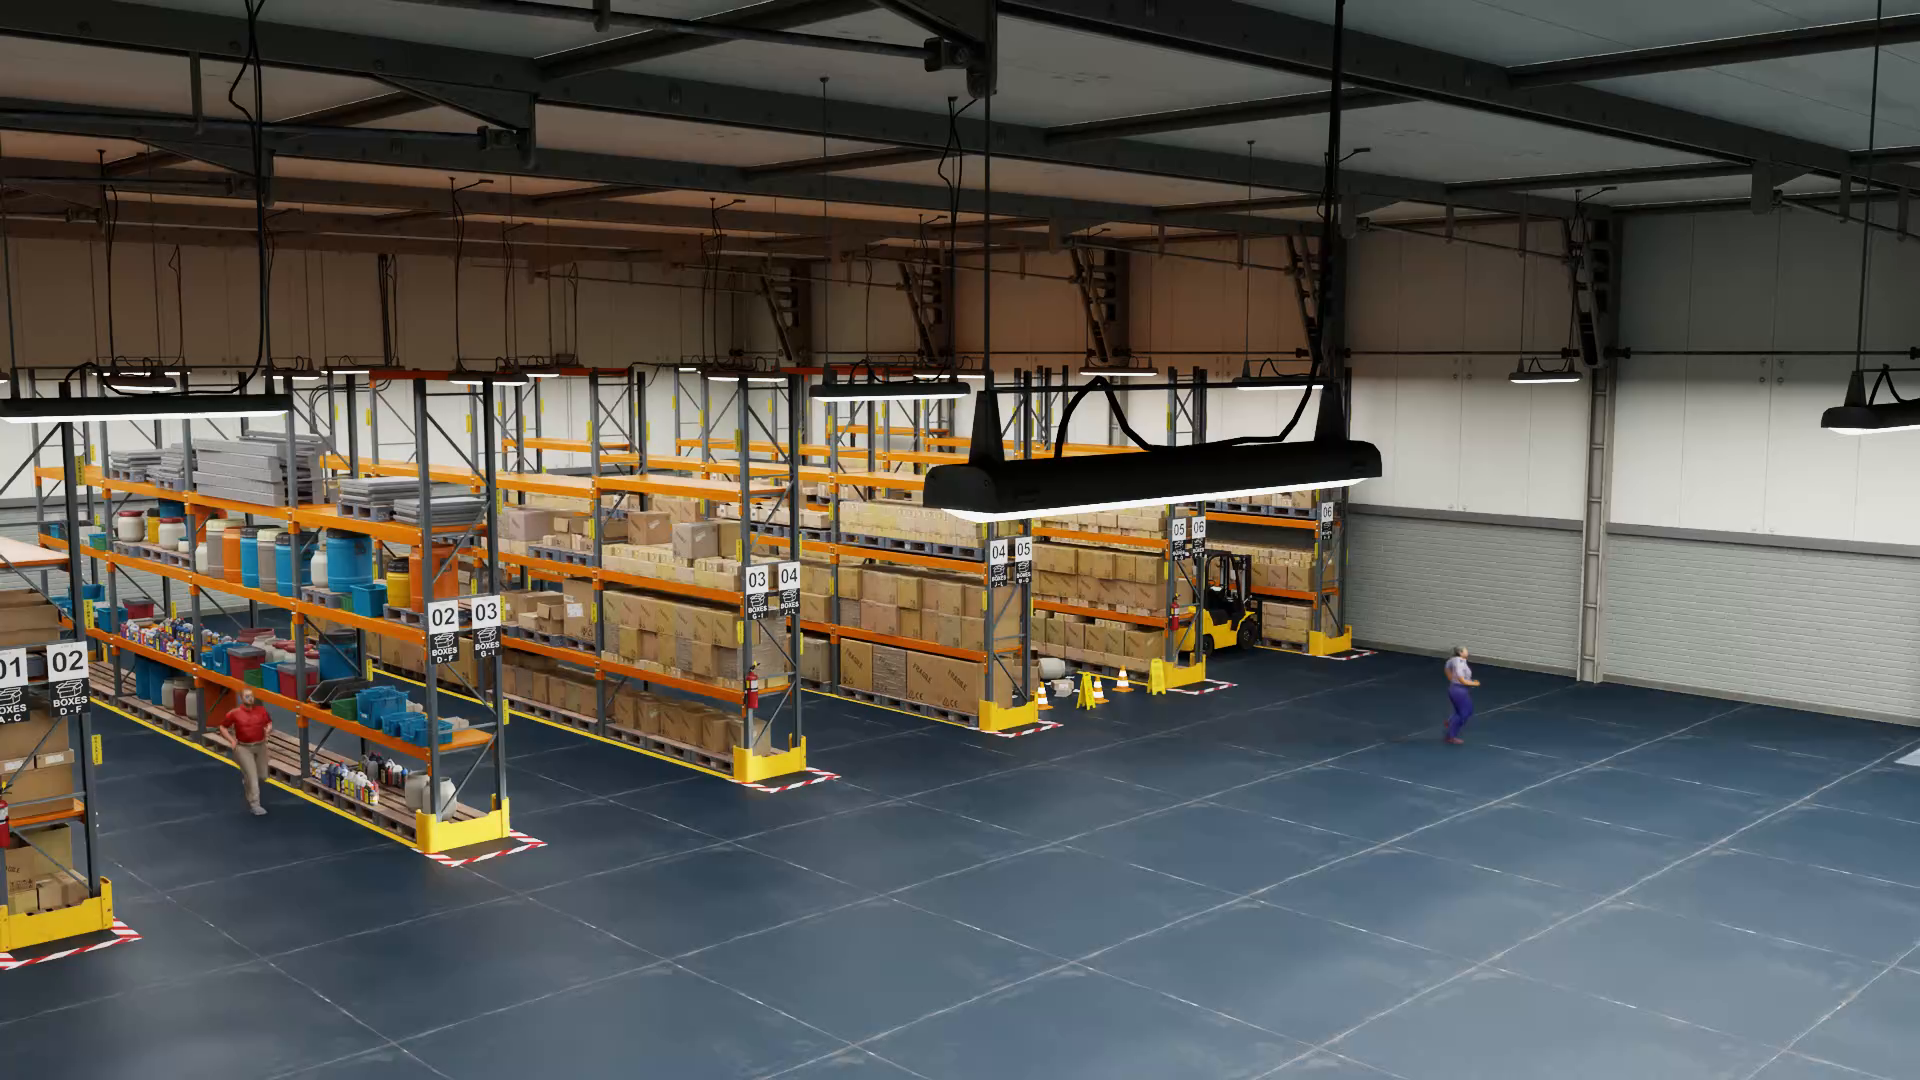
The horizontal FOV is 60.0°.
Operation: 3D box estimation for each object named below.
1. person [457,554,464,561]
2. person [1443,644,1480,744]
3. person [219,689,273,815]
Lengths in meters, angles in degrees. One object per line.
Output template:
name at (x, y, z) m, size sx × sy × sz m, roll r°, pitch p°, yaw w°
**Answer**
person at (-11.681, 1.162, 38.634) m, size 0.629 × 1.729 × 0.777 m, roll -1°, pitch 7°, yaw -11°
person at (8.144, 2.489, 26.983) m, size 0.527 × 1.615 × 0.657 m, roll 1°, pitch 6°, yaw 7°
person at (-9.810, 2.896, 22.975) m, size 0.865 × 1.694 × 0.676 m, roll 6°, pitch 9°, yaw 43°
